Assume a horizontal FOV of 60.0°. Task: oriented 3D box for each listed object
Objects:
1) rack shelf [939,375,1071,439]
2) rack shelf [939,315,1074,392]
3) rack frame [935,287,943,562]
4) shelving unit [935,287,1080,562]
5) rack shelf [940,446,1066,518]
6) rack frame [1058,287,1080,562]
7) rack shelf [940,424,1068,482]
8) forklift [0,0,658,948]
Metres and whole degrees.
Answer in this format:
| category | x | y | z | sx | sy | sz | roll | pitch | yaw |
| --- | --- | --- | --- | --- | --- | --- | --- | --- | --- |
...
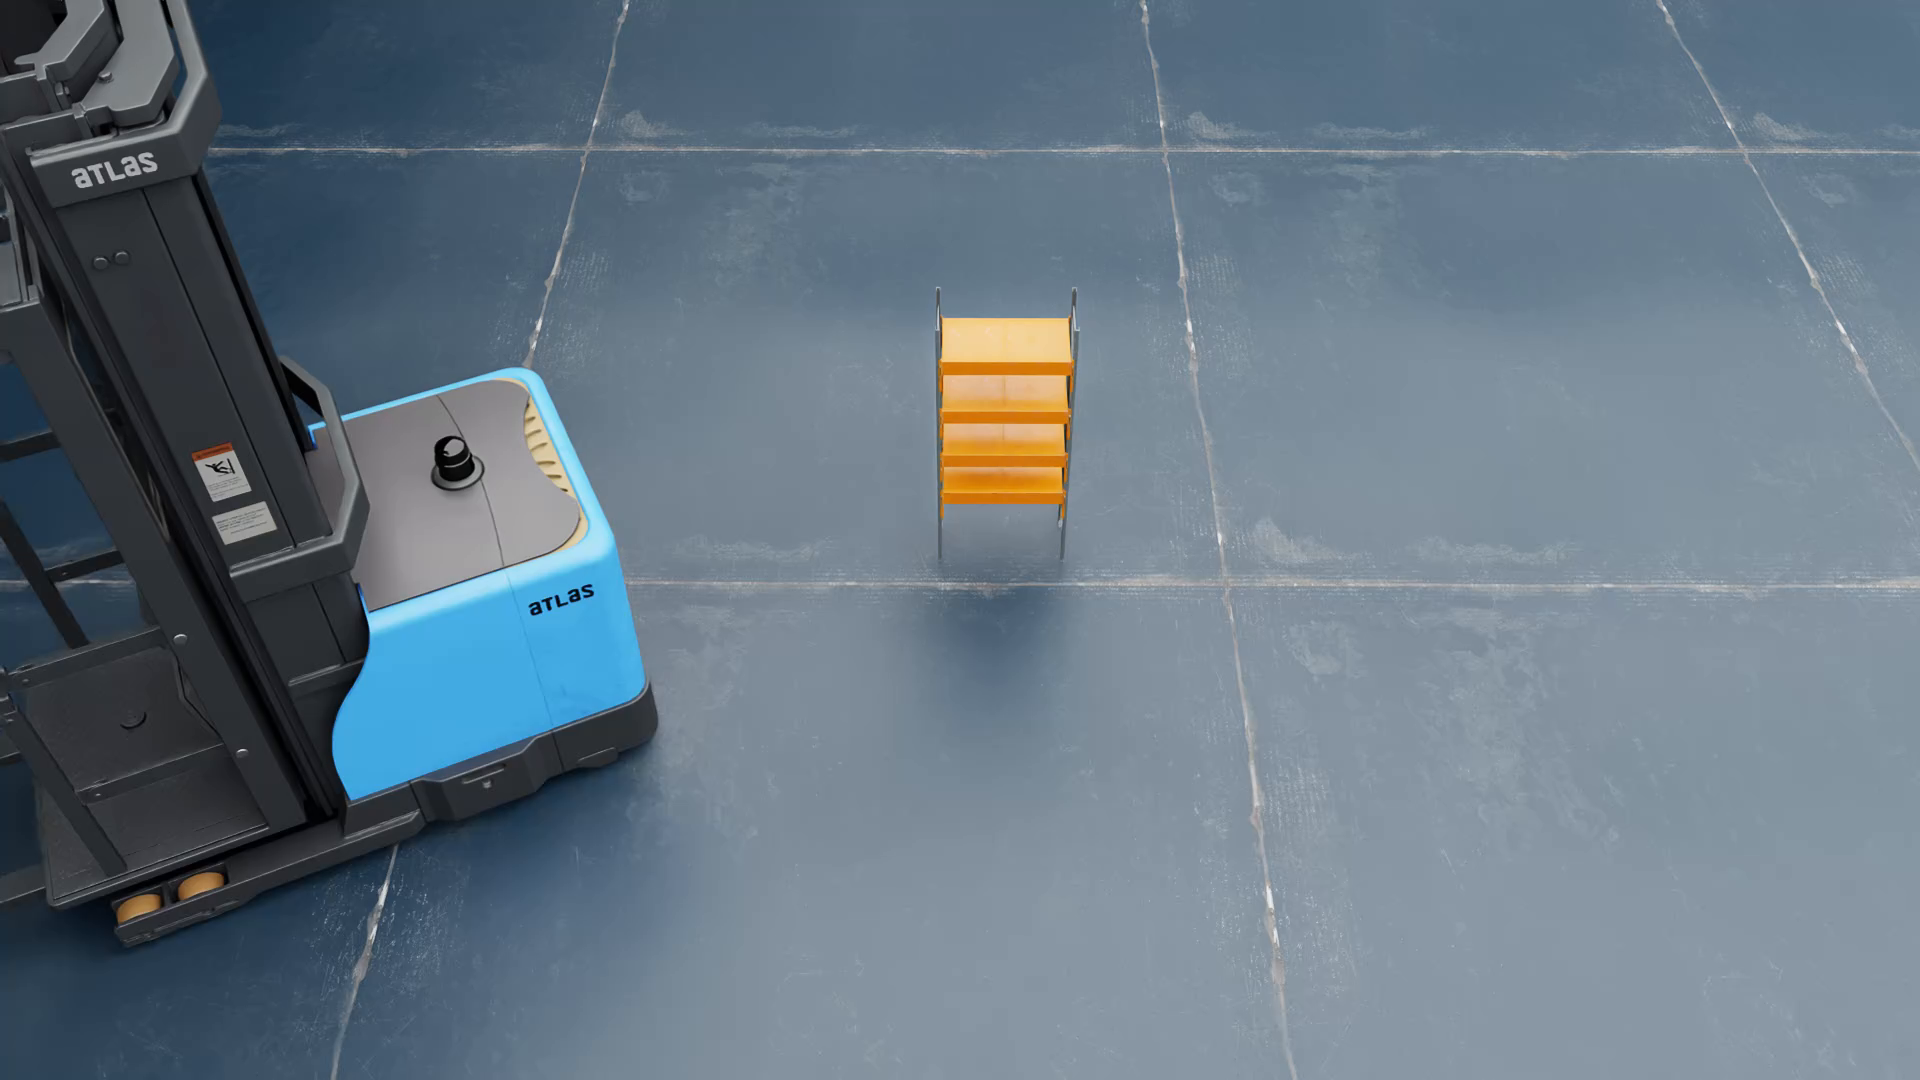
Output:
| category | x | y | z | sx | sy | sz | roll | pitch | yaw |
| --- | --- | --- | --- | --- | --- | --- | --- | --- | --- |
| rack shelf | 0.166 | -0.515 | 6.196 | 0.480 | 0.148 | 0.258 | 0 | 47 | 0 |
| rack shelf | 0.166 | -0.676 | 6.023 | 0.480 | 0.148 | 0.258 | 0 | 47 | 0 |
| rack frame | -0.078 | -0.409 | 6.311 | 0.015 | 1.200 | 0.240 | 0 | 47 | 0 |
| shelving unit | 0.166 | -0.408 | 6.310 | 0.503 | 1.200 | 0.258 | 0 | 47 | 0 |
| rack shelf | 0.166 | -0.227 | 6.505 | 0.480 | 0.148 | 0.258 | 0 | 47 | 0 |
| rack frame | 0.410 | -0.408 | 6.310 | 0.015 | 1.200 | 0.240 | 0 | 47 | 0 |
| rack shelf | 0.166 | -0.363 | 6.360 | 0.480 | 0.148 | 0.258 | 0 | 47 | 0 |
| forklift | -2.652 | -0.114 | 4.854 | 3.031 | 2.935 | 1.130 | -19 | 50 | -17 |
